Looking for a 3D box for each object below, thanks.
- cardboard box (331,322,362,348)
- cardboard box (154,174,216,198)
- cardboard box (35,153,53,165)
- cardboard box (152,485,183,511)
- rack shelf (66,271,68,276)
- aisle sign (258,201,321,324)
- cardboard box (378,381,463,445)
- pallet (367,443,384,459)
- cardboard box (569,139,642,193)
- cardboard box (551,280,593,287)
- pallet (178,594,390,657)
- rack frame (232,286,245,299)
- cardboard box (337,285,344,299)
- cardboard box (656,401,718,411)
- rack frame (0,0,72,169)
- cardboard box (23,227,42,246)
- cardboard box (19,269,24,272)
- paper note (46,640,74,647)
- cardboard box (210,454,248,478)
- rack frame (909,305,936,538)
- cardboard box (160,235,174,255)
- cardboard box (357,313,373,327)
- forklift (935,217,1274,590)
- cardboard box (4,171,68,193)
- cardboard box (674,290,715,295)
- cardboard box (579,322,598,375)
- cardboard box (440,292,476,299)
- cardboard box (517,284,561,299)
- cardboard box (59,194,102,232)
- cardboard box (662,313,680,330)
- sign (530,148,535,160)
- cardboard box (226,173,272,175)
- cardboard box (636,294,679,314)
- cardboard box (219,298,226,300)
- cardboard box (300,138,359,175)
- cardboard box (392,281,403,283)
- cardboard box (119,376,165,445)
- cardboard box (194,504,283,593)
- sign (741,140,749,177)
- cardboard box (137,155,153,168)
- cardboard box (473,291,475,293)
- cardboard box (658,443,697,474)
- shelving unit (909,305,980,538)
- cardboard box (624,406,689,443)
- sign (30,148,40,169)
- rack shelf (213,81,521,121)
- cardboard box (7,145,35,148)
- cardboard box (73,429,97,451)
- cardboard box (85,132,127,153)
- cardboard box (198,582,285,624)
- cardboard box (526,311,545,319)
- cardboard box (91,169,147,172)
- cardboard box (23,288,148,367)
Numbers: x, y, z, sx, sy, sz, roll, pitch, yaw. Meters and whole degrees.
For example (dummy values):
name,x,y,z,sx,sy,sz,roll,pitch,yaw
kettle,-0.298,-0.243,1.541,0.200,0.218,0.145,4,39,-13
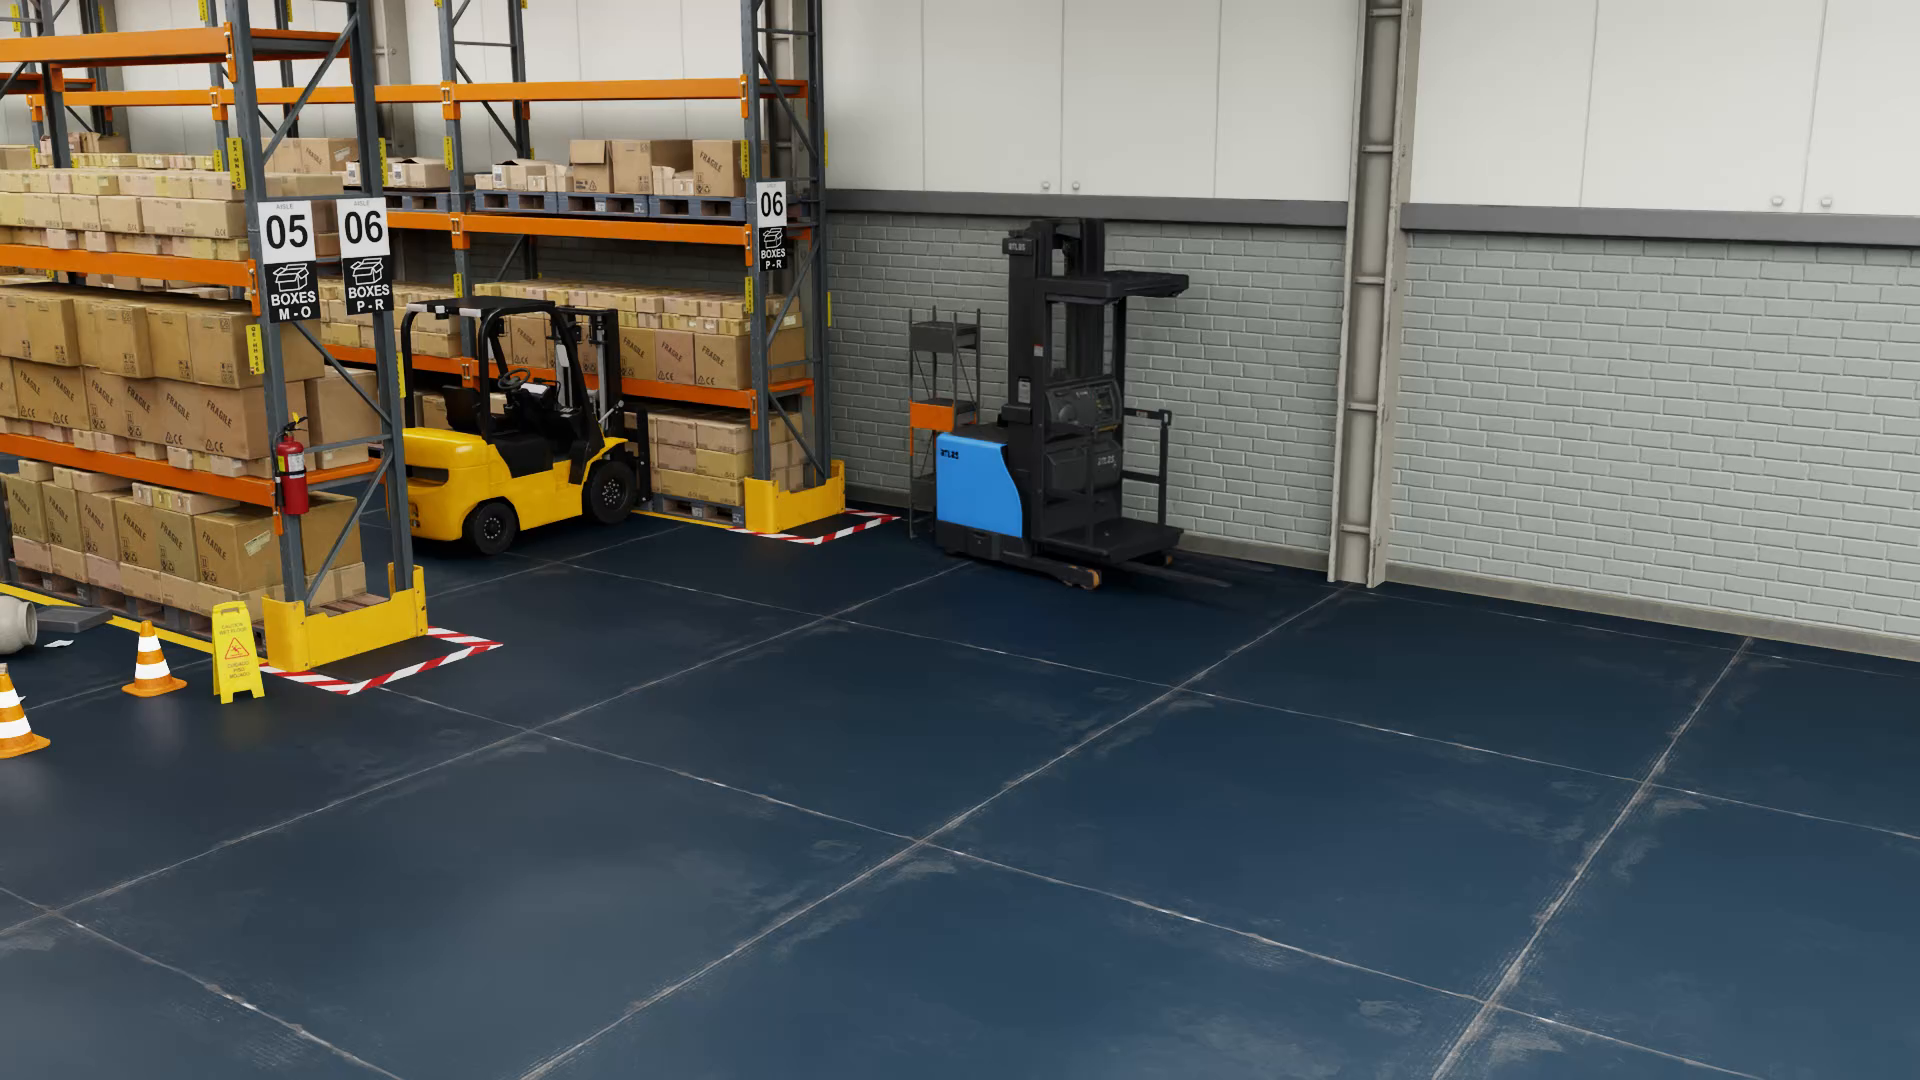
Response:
name,x,y,z,sx,sy,sz,roll,pitch,yaw
cardboard box,-6.724,-2.336,18.756,0.500,0.250,0.500,10,17,35
cardboard box,-5.402,-2.485,11.666,0.250,0.149,0.380,9,17,33
cardboard box,-11.547,-4.863,21.231,0.250,0.149,0.380,10,17,34
cardboard box,-5.720,-0.334,12.293,0.250,0.149,0.380,10,17,34
rack shelf,-9.339,-2.571,14.650,4.000,0.370,1.077,9,17,33
aisle sign,-4.471,-1.856,11.094,0.004,0.787,0.394,9,17,33
cardboard box,-5.991,-1.411,18.776,0.625,0.625,0.875,9,17,32
pallet,-6.562,-1.088,19.204,1.213,0.211,1.003,9,17,33
cardboard box,-3.355,-3.663,16.265,0.637,0.503,0.797,10,17,35
cardboard box,-4.067,-2.637,17.484,0.250,0.149,0.380,9,17,32
pallet,-5.078,0.567,12.518,1.213,0.211,1.003,9,17,33
rack frame,-8.231,-2.723,20.008,0.127,3.000,1.000,9,17,33
cardboard box,-6.785,-2.798,18.754,0.250,0.149,0.380,9,17,33
cardboard box,-2.712,-1.242,16.794,0.500,0.250,0.500,9,17,32
rack frame,-7.680,-4.109,13.120,0.127,3.000,1.000,9,17,33
cardboard box,-6.919,-2.341,12.744,0.250,0.149,0.380,10,17,34
cardboard box,-13.504,-3.722,23.736,0.500,0.250,0.500,10,17,35
paper note,-6.579,0.751,12.151,0.148,0.019,0.142,3,14,14
cardboard box,-5.062,-0.557,11.782,0.250,0.149,0.380,9,16,32
rack frame,-0.340,-1.077,15.225,0.015,2.100,0.400,10,17,34
cardboard box,-5.412,-2.103,11.782,0.250,0.149,0.380,9,17,33
cardboard box,-6.314,-2.509,18.413,0.500,0.250,0.500,10,17,34
forklift,1.196,-1.155,13.817,3.031,2.935,1.130,13,19,42
cardboard box,-6.951,-2.703,12.550,0.250,0.149,0.380,9,17,32
cardboard box,-2.608,-2.387,16.471,0.250,0.149,0.380,10,17,35
cardboard box,-3.422,-1.918,16.546,0.500,0.500,0.500,9,17,33
cardboard box,-5.320,-2.552,17.757,0.250,0.149,0.380,10,17,35
cardboard box,-4.329,-2.543,17.104,0.250,0.149,0.380,9,16,32
cardboard box,-6.206,-2.406,12.178,0.500,0.250,0.500,9,17,33
cardboard box,-2.646,-2.115,15.994,0.250,0.149,0.380,9,17,32
sign,-4.604,-4.043,17.857,0.005,0.325,0.100,9,17,33
cardboard box,-5.099,-2.594,12.109,0.250,0.149,0.380,9,17,33
cardboard box,-2.905,-2.282,16.047,0.250,0.149,0.380,10,17,34
cardboard box,-8.991,-2.817,20.034,0.250,0.149,0.380,10,17,34
cardboard box,-6.922,-4.198,18.433,0.500,0.500,0.500,10,17,34
cardboard box,-6.564,-2.881,19.088,0.250,0.149,0.380,10,17,34
cardboard box,-5.791,-1.007,12.247,0.500,0.500,0.500,9,17,33
cardboard box,-5.171,0.051,12.087,0.500,0.500,0.500,9,17,33
sign,-1.908,-3.391,14.787,0.005,0.325,0.100,9,17,33
cardboard box,-9.758,-4.605,20.232,0.250,0.149,0.380,9,17,33
cardboard box,-5.084,-2.640,18.114,0.250,0.149,0.380,9,16,32
cardboard box,-2.582,-0.834,16.186,0.500,0.250,0.500,9,17,32
shelving unit,-0.140,-1.043,15.090,0.503,2.100,0.431,10,17,34
cardboard box,-3.001,-1.137,16.369,0.500,0.250,0.500,9,17,34
sign,-11.847,-4.857,21.311,0.005,0.325,0.100,9,17,33
rack shelf,-6.572,-4.824,18.338,4.000,0.370,1.077,9,17,33
cardboard box,-12.104,-5.049,21.816,0.500,0.250,0.500,9,17,33
cardboard box,-6.541,-0.795,12.741,0.250,0.149,0.380,9,17,33
cardboard box,-11.020,-5.135,21.469,0.258,0.266,0.396,9,17,33
cardboard box,-5.201,0.413,12.188,0.500,0.250,0.500,9,17,33
cardboard box,-4.184,-2.343,16.915,0.250,0.149,0.380,10,17,34
cardboard box,-6.582,-2.838,13.092,0.250,0.149,0.380,10,17,34
cardboard box,-6.622,-1.627,12.672,0.500,0.500,0.700,9,16,32
